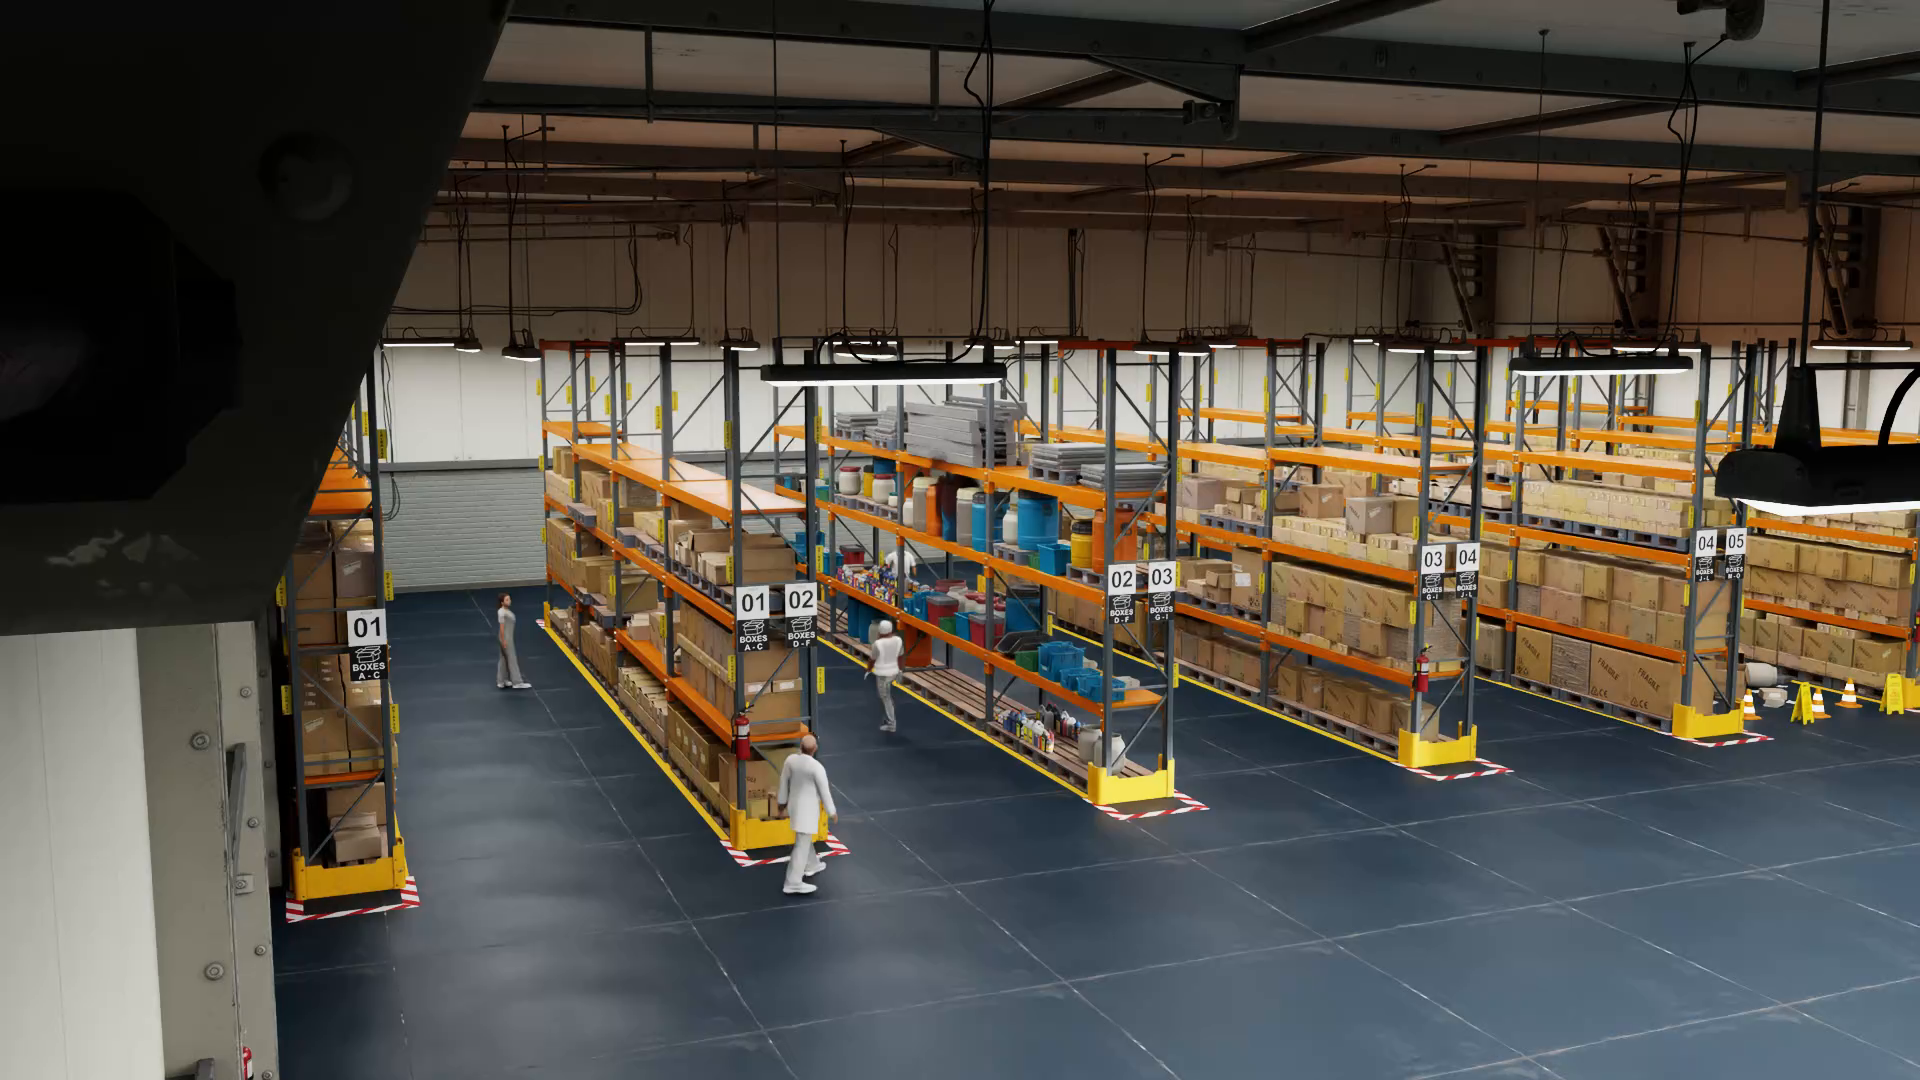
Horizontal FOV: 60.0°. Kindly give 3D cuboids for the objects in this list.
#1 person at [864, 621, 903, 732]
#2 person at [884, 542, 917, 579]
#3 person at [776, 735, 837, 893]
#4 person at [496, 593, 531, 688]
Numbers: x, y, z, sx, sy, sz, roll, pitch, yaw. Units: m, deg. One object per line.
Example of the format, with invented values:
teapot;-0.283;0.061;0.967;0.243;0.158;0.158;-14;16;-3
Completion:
person;-1.204;2.112;25.724;0.586;1.806;0.562;4;8;27
person;-1.266;0.860;35.615;0.655;1.747;0.994;-3;8;-22
person;-1.707;3.074;18.760;0.866;1.649;0.679;-6;10;-40
person;-7.801;1.742;28.984;0.575;1.664;0.485;-2;8;-14
